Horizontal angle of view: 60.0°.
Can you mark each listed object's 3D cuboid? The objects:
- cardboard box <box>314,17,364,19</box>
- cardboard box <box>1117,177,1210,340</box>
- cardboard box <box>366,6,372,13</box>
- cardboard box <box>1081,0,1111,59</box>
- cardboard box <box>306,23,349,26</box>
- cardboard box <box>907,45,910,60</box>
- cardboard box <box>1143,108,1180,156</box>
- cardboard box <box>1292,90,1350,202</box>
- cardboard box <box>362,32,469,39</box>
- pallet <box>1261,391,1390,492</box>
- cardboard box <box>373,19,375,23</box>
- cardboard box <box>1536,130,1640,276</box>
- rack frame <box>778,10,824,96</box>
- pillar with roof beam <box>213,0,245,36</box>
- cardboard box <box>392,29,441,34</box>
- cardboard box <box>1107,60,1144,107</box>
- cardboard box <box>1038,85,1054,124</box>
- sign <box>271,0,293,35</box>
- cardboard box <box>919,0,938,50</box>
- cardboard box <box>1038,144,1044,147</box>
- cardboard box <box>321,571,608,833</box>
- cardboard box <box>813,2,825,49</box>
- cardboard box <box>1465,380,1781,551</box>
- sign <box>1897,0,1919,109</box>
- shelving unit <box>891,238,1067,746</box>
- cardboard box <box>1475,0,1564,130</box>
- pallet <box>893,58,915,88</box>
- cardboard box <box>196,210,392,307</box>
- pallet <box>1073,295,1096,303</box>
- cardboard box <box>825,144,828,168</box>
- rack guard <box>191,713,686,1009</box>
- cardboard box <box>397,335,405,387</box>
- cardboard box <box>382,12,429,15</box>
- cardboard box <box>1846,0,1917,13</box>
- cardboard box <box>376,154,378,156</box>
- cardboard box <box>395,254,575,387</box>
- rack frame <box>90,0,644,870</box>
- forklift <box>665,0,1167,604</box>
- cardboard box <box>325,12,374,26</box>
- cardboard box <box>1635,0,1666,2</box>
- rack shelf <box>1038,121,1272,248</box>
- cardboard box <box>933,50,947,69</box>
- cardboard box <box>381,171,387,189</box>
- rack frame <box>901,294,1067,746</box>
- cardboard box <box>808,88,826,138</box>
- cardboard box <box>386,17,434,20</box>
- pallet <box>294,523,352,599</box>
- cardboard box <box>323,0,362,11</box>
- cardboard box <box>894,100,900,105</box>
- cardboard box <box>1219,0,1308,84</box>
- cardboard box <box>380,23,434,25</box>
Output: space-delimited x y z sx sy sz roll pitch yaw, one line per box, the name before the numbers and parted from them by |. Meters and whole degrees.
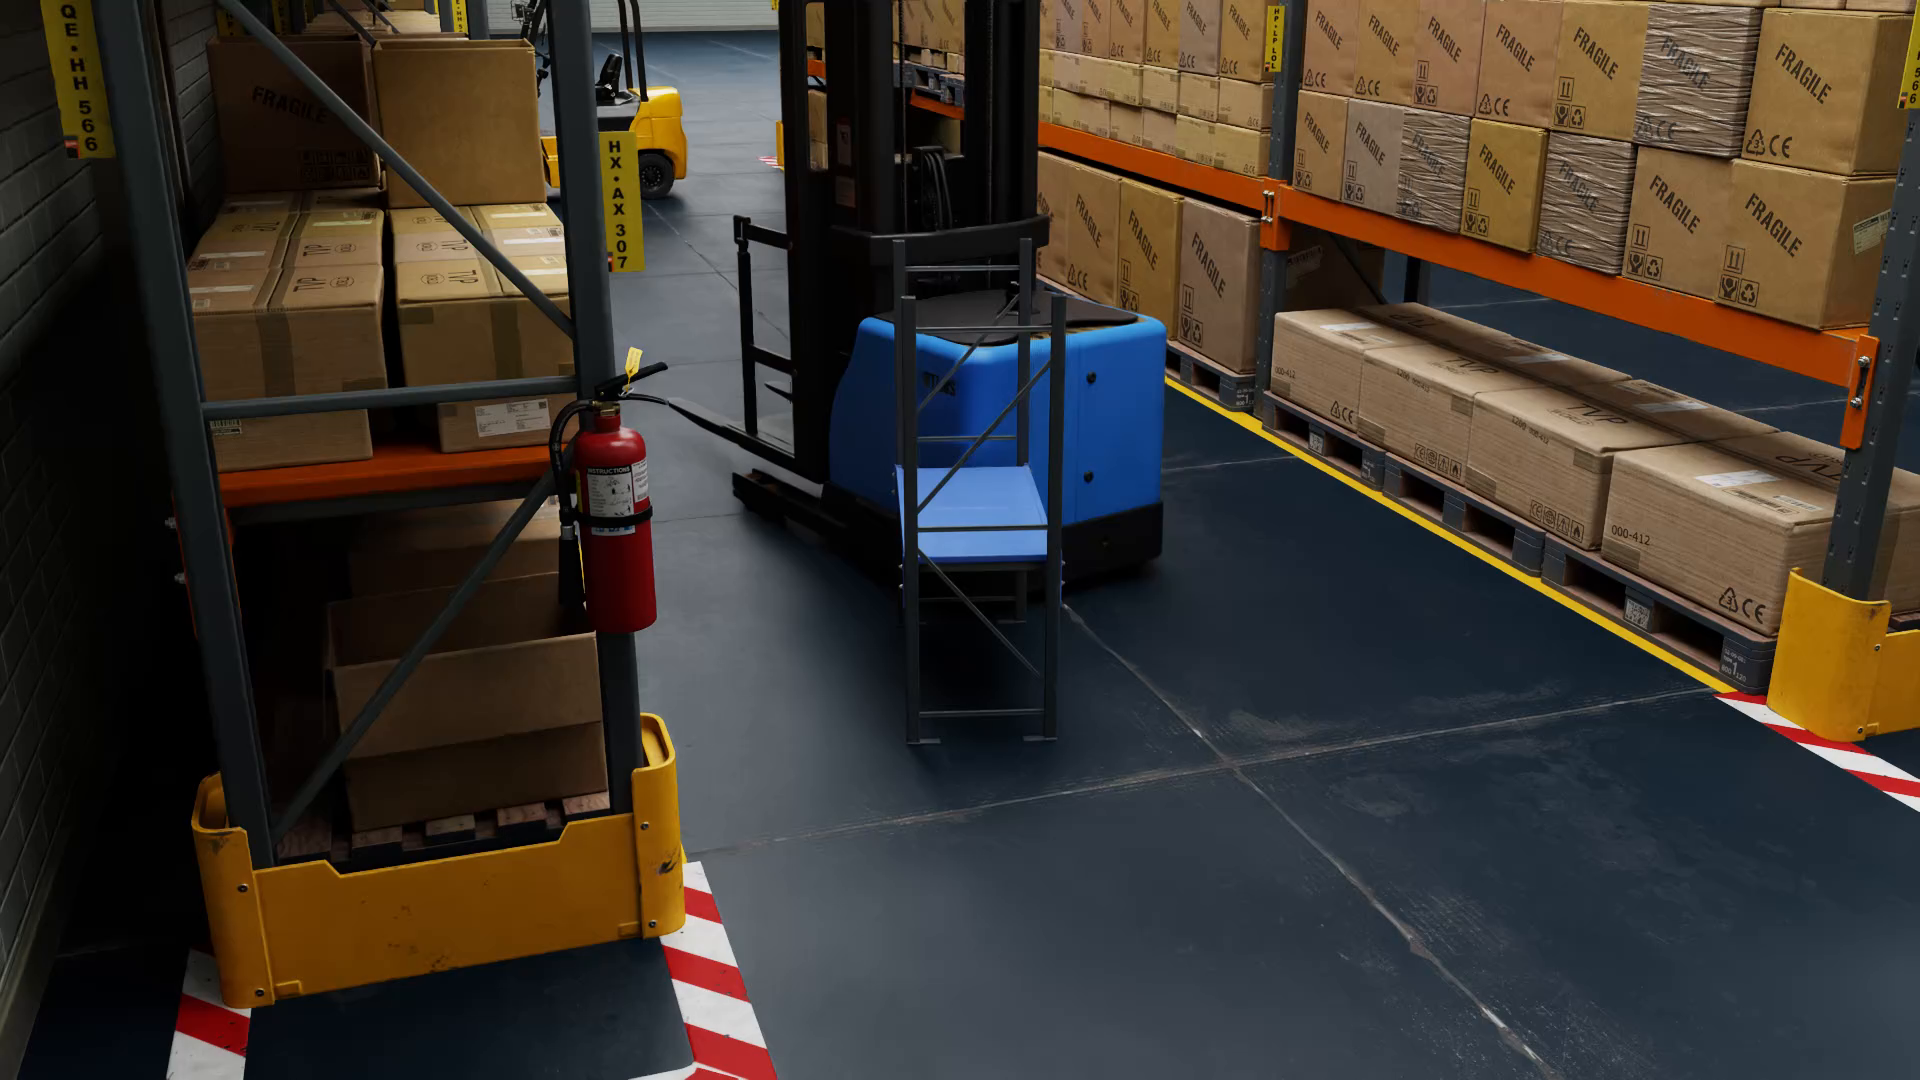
cardboard box | -4.913 -4.060 13.175 0.380 0.149 0.250 -6 21 -17
cardboard box | 1.577 -1.816 10.557 0.875 0.875 0.875 -6 21 -16
cardboard box | -5.726 -4.937 15.617 0.380 0.149 0.250 -6 21 -15
cardboard box | 1.118 -3.430 10.902 0.500 0.500 0.500 -6 21 -16
cardboard box | -4.645 -3.726 12.244 0.380 0.149 0.250 -7 21 -18
cardboard box | -0.270 -4.411 15.010 0.380 0.149 0.250 -5 20 -14
cardboard box | 1.459 -2.513 10.197 0.500 0.250 0.500 -7 21 -19
cardboard box | 2.038 -2.008 8.420 0.500 0.500 0.500 -6 21 -15
cardboard box | -3.141 -2.636 9.544 0.797 0.503 0.637 -7 21 -18
pallet | 2.304 -0.574 8.703 1.003 0.211 1.213 -6 21 -17
cardboard box | -5.954 -4.831 16.282 0.500 0.500 0.500 -6 21 -16
cardboard box | 2.679 -1.356 6.606 0.500 0.500 0.500 -6 21 -16
rack frame | -1.633 -5.990 19.655 1.000 3.000 0.127 -6 21 -17
pillar with roof beam | -1.008 -6.497 12.194 9.100 9.000 0.400 -6 21 -17
cardboard box | -3.650 -3.380 11.282 0.380 0.149 0.250 -6 21 -16
cardboard box | 1.260 -2.907 10.555 0.500 0.250 0.500 -6 21 -16
cardboard box | 0.797 -3.168 12.022 0.500 0.250 0.500 -7 21 -18
sign | -4.355 -3.379 10.673 0.100 0.325 0.005 -6 21 -17
cardboard box | -0.028 -4.425 14.091 0.500 0.500 0.500 -7 21 -19
cardboard box | 0.579 -4.019 17.864 0.500 0.500 0.500 8 21 20
cardboard box | -1.417 0.444 4.814 0.797 0.503 0.637 -7 21 -19
cardboard box | -1.252 -5.504 17.714 0.500 0.500 0.500 -7 21 -18
cardboard box | 2.798 -0.341 7.098 0.875 0.438 0.875 -6 21 -16
sign | 2.877 -1.459 4.977 0.100 0.325 0.005 -6 21 -17
shelving unit | 0.041 -0.205 5.769 0.538 1.500 1.048 -1 20 -3
cardboard box | 2.518 -1.988 6.886 0.500 0.500 0.500 -7 21 -18
pallet | -0.273 -4.355 15.388 1.003 0.211 1.213 -6 21 -17
cardboard box | -2.023 -0.841 5.101 0.500 0.250 0.500 -6 21 -15
pallet | 1.438 -1.458 11.164 1.003 0.211 1.213 -6 21 -17
cardboard box | -1.149 -4.104 17.853 0.500 0.250 0.500 -6 21 -16
rack guard | -1.339 0.825 4.379 1.175 0.500 0.348 -6 21 -17
cardboard box | -1.397 -0.500 4.744 0.380 0.149 0.250 -7 21 -18
cardboard box | -4.670 -4.363 14.019 0.380 0.149 0.250 -7 21 -18
cardboard box | 3.093 -1.772 5.326 0.380 0.149 0.250 -6 21 -16
cardboard box | -2.673 -1.492 6.915 0.500 0.250 0.500 -7 21 -18
cardboard box | -1.202 -0.570 4.349 0.500 0.250 0.500 -6 21 -17
rack frame | -1.315 -0.327 3.889 1.000 3.000 0.127 -6 21 -17
forklift | -0.414 -1.566 7.440 1.130 2.935 3.031 -14 24 -33
cardboard box | -5.180 -4.394 14.106 0.380 0.149 0.250 -7 21 -18
cardboard box | 2.775 -2.102 6.243 0.380 0.149 0.250 -7 21 -18
rack shelf | 1.510 -2.442 10.843 1.077 0.370 4.000 -6 21 -17
cardboard box | -0.007 -4.071 14.064 0.380 0.149 0.250 -7 21 -19
cardboard box | -1.865 -1.222 6.162 0.500 0.250 0.500 -7 21 -18
rack frame | 0.073 -0.034 5.292 0.500 1.500 0.032 -1 20 -3
cardboard box | -1.465 -4.783 18.633 0.500 0.500 0.500 -7 21 -19
cardboard box | -4.339 -4.037 13.111 0.380 0.149 0.250 -6 21 -17
pallet | -2.357 -0.077 7.320 1.003 0.211 1.213 -6 21 -17
cardboard box | -5.474 -4.740 14.629 0.380 0.149 0.250 -6 21 -17
cardboard box | -0.484 -4.351 17.430 0.500 0.500 0.500 -6 20 -15
cardboard box | 1.760 -2.773 9.073 0.500 0.500 0.500 -6 21 -15
cardboard box | -4.042 -3.705 12.187 0.380 0.149 0.250 -6 21 -17
